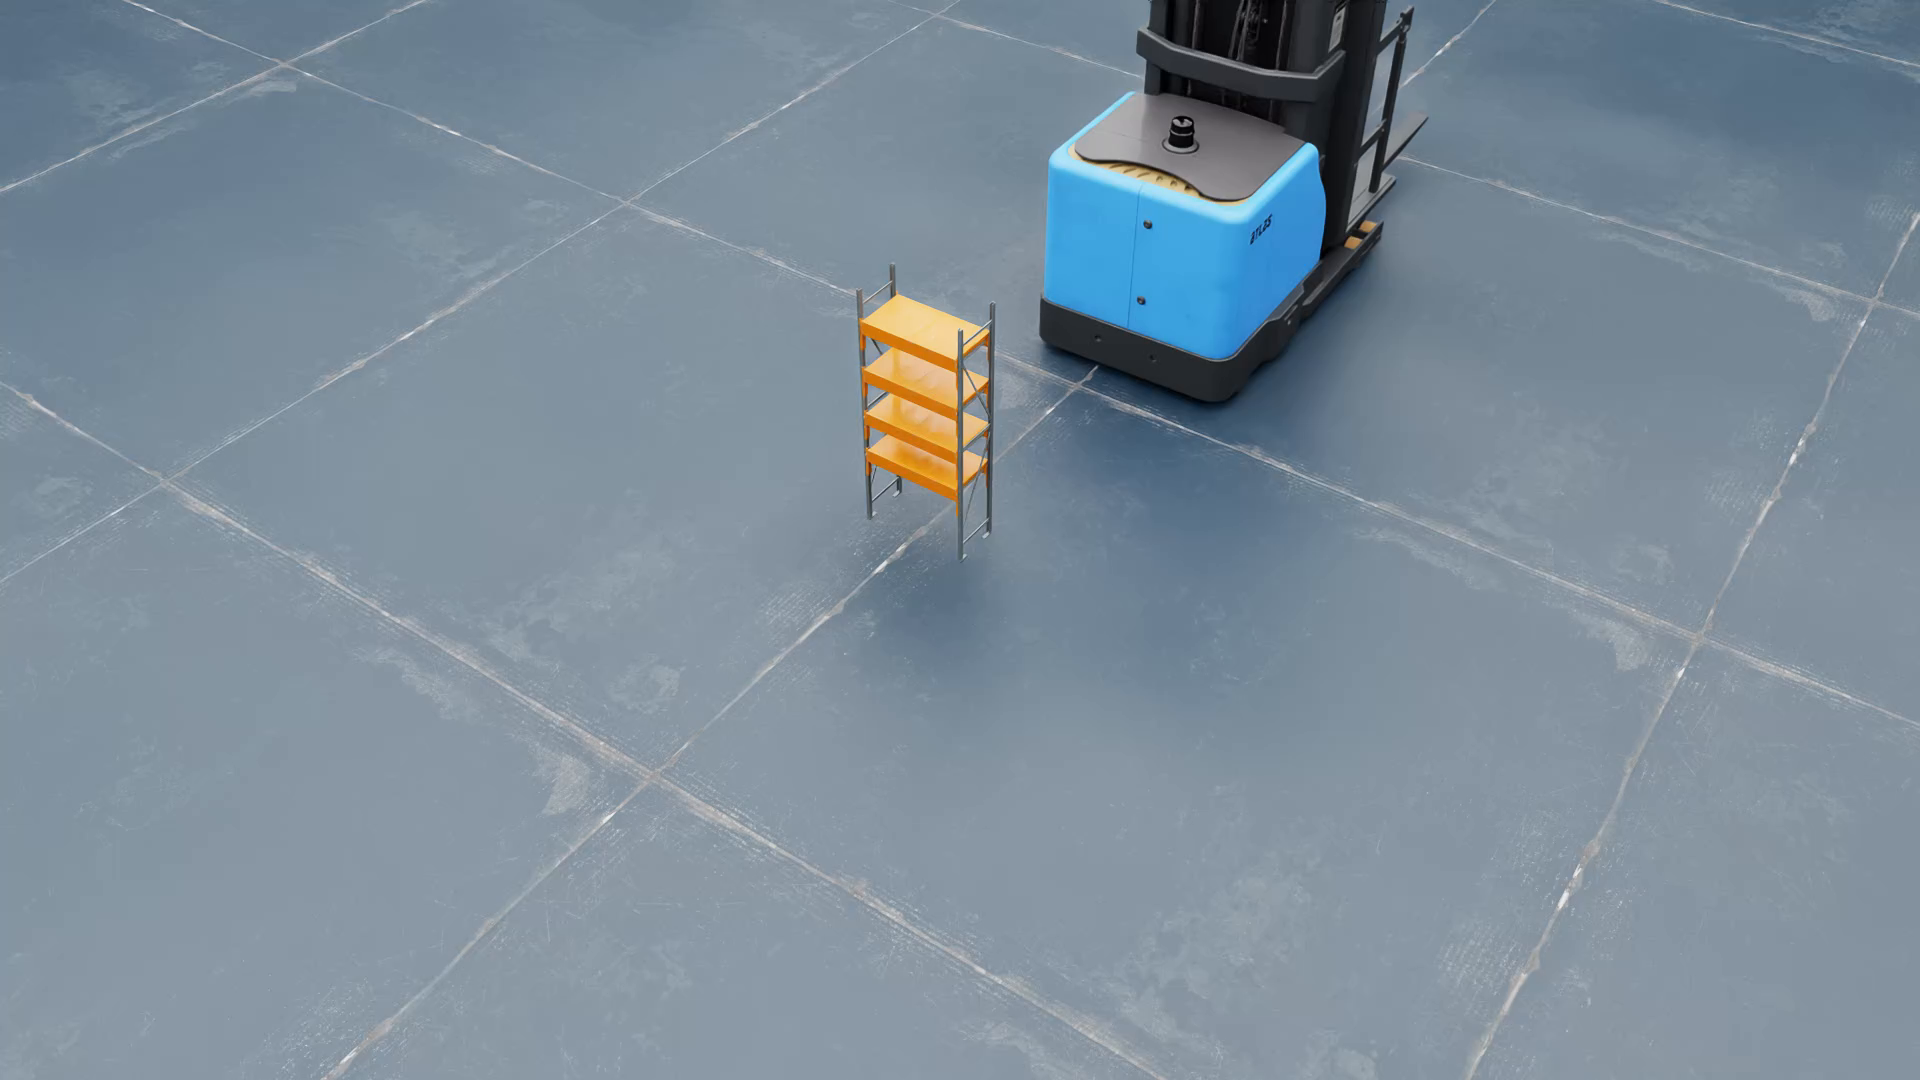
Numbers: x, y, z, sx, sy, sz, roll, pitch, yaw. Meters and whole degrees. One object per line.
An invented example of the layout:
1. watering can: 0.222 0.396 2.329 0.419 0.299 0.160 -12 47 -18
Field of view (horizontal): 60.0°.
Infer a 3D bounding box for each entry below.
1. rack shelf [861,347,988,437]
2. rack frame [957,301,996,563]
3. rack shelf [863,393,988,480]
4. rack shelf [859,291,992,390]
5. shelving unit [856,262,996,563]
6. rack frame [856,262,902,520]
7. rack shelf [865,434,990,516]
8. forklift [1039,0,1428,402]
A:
1. rack shelf: -0.136 -0.627 6.816 0.480 0.148 0.258 25 48 25
2. rack frame: 0.064 -0.417 6.816 0.015 1.200 0.240 25 48 25
3. rack shelf: -0.136 -0.460 6.966 0.480 0.148 0.258 25 48 25
4. rack shelf: -0.136 -0.803 6.659 0.480 0.148 0.258 25 48 25
5. shelving unit: -0.136 -0.511 6.921 0.503 1.200 0.258 25 48 25
6. rack frame: -0.335 -0.604 7.025 0.015 1.200 0.240 25 48 25
7. rack shelf: -0.136 -0.312 7.098 0.480 0.148 0.258 25 48 25
8. forklift: 1.623 -2.699 8.068 1.130 2.935 3.031 24 47 24
